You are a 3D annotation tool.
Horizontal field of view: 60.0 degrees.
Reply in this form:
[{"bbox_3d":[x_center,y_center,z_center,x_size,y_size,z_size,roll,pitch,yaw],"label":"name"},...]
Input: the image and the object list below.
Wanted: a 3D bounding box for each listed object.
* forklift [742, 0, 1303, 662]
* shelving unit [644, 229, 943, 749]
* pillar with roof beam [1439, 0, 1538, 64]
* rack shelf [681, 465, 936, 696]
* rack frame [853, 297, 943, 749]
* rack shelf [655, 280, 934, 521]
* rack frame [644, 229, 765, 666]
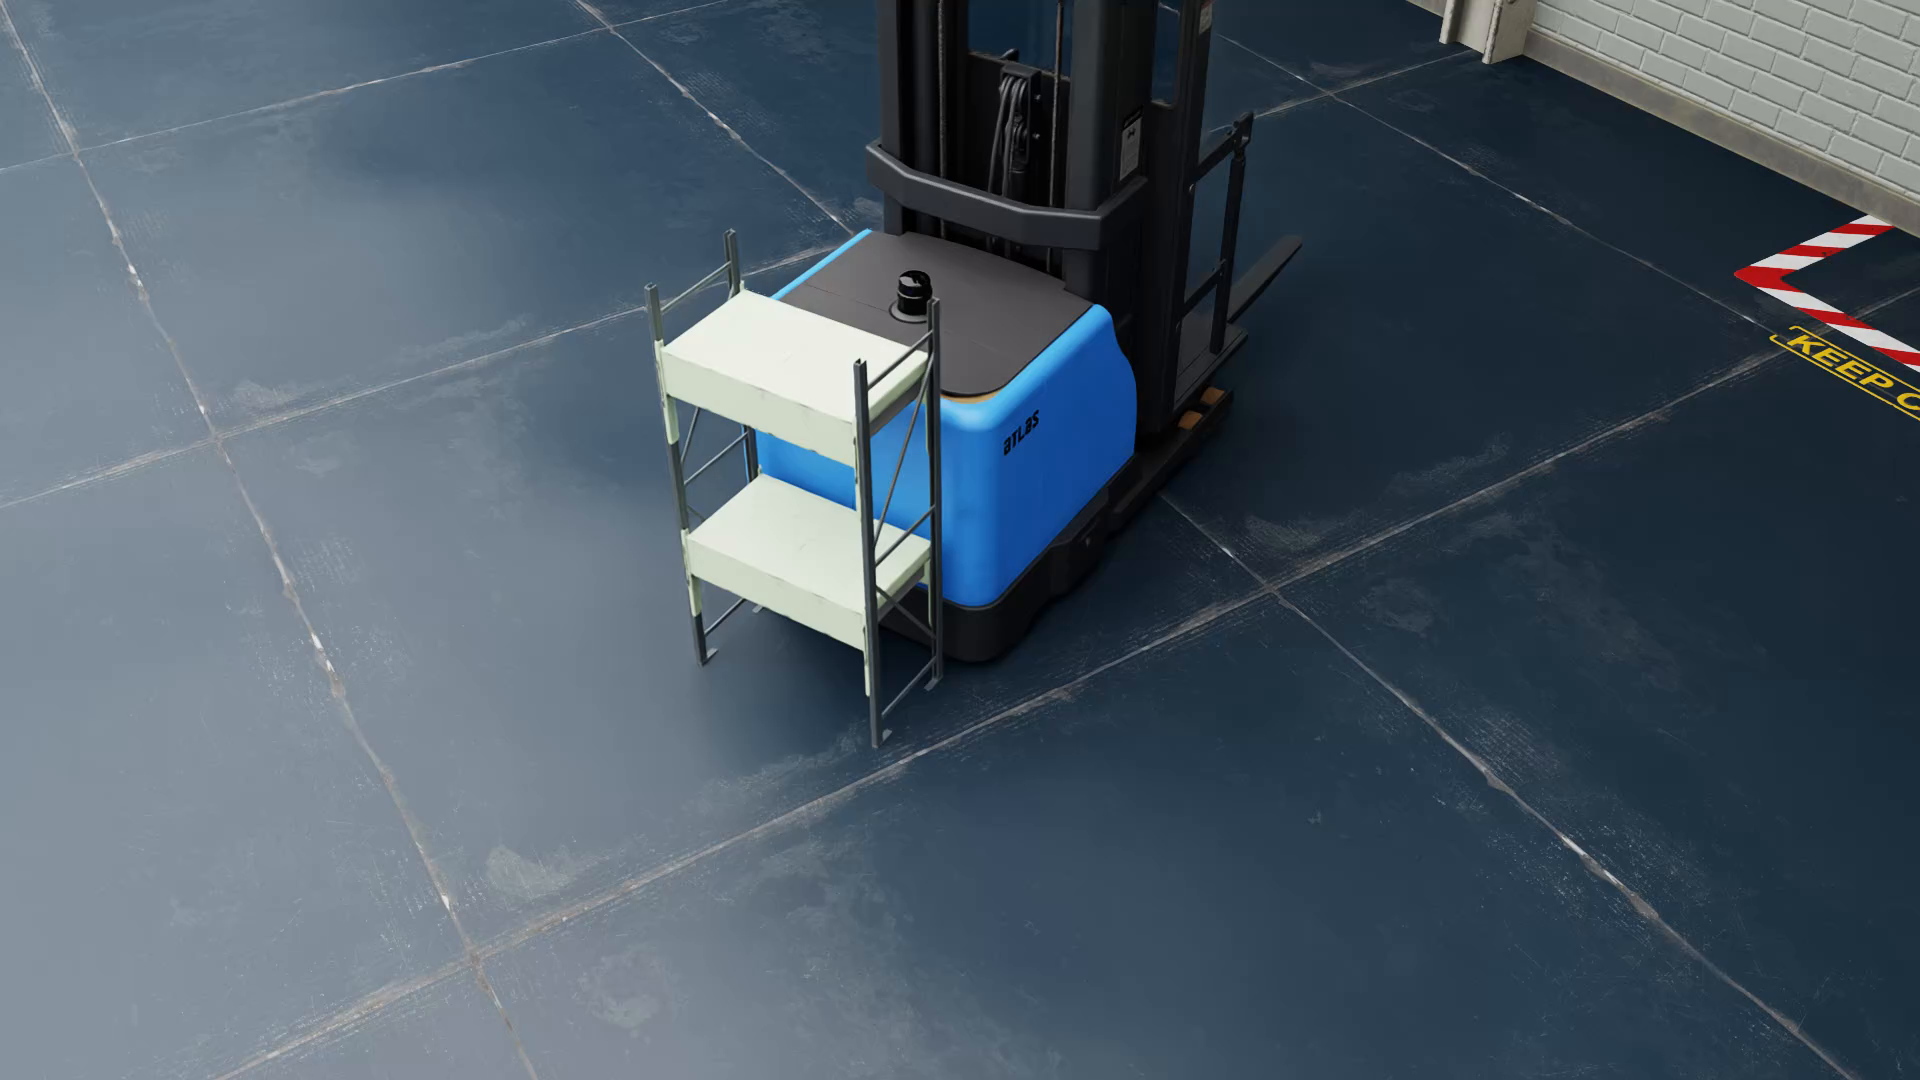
[{"bbox_3d":[0.457,-1.627,5.913,1.130,2.935,3.031,22,45,25],"label":"forklift"},{"bbox_3d":[-0.483,-0.129,5.233,0.755,1.500,0.431,22,45,24],"label":"shelving unit"},{"bbox_3d":[-0.582,-4.855,5.047,9.100,9.000,0.400,-22,45,-24],"label":"pillar with roof beam"},{"bbox_3d":[-0.483,0.122,5.442,0.720,0.370,0.431,22,45,24],"label":"rack shelf"},{"bbox_3d":[-0.173,-0.004,5.083,0.023,1.500,0.400,22,45,24],"label":"rack frame"},{"bbox_3d":[-0.483,-0.429,4.983,0.720,0.370,0.431,22,45,24],"label":"rack shelf"},{"bbox_3d":[-0.793,-0.253,5.382,0.023,1.500,0.400,22,45,24],"label":"rack frame"}]
